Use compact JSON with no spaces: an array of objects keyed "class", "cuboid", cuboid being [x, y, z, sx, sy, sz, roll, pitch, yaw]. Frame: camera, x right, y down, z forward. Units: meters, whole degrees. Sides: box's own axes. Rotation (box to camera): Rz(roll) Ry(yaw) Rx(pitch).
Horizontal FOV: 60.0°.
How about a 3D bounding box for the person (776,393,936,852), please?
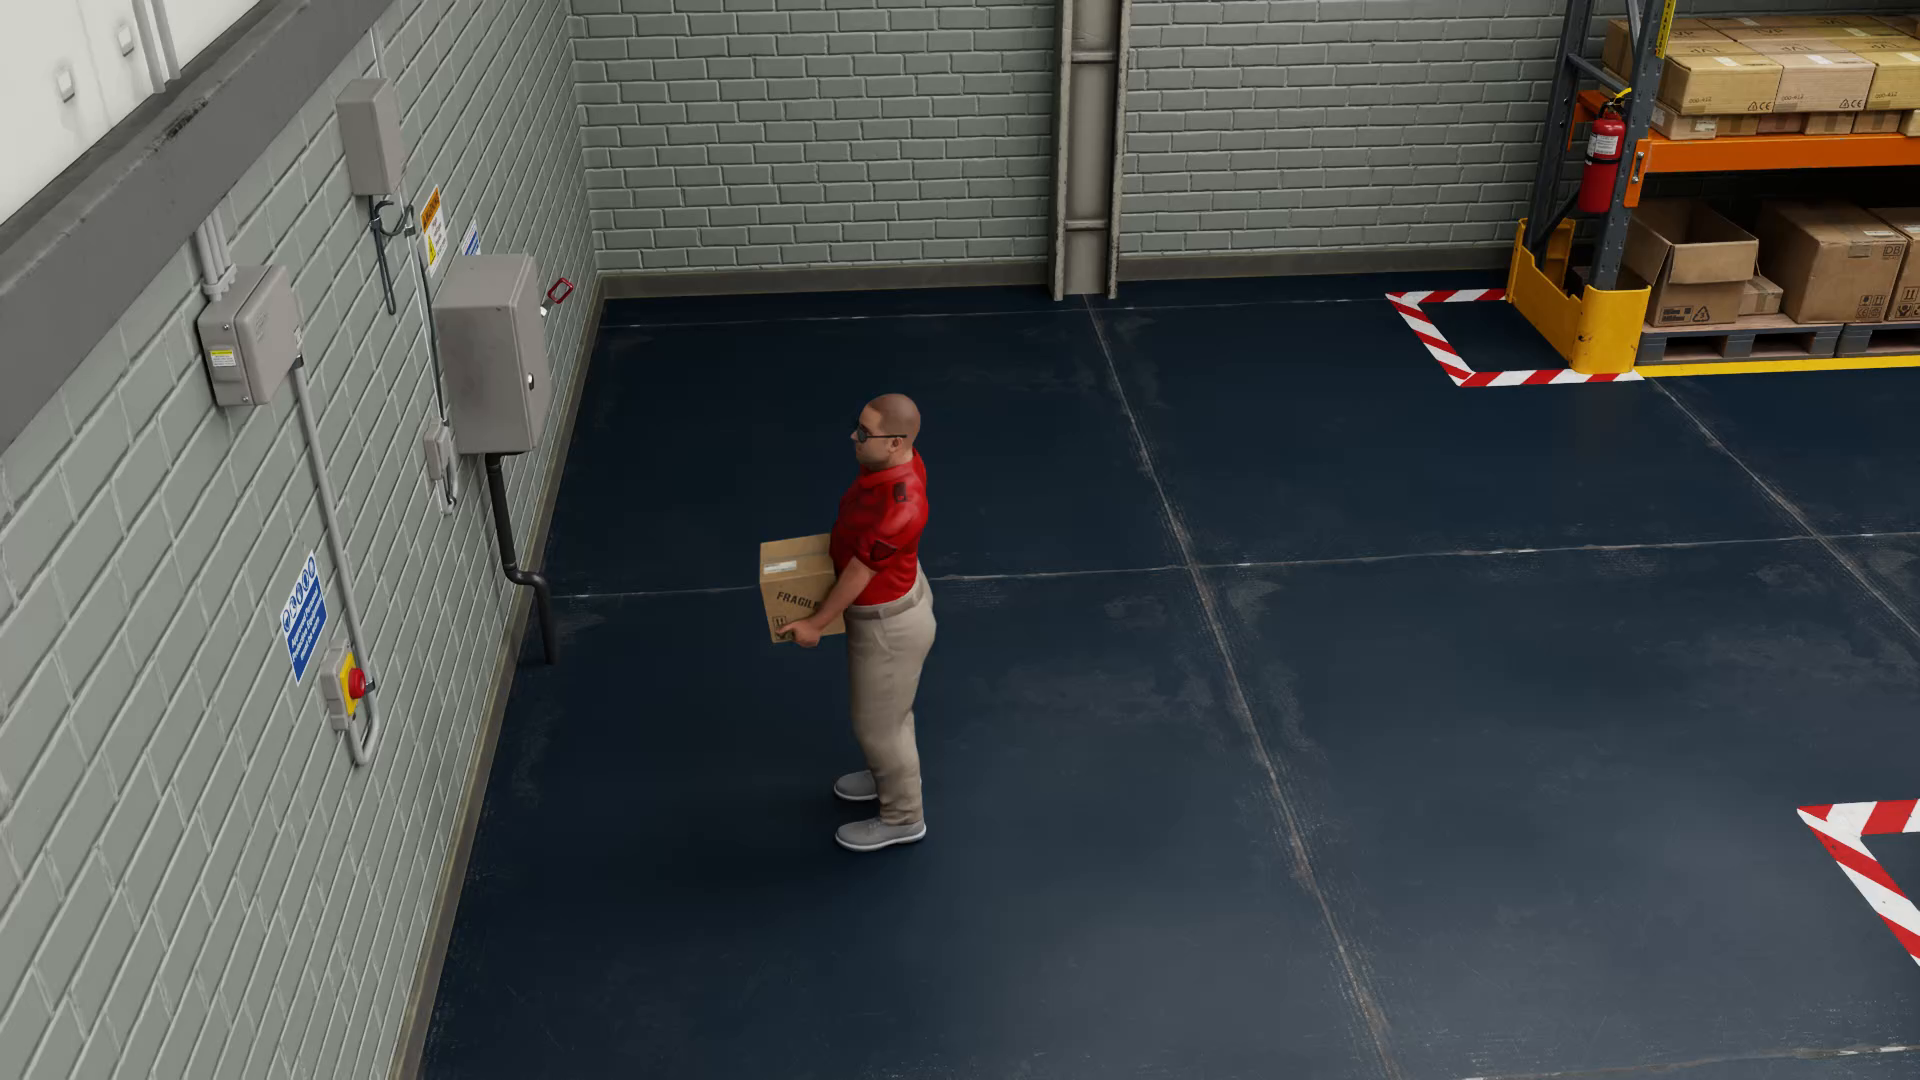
[{"class":"person","cuboid":[-0.354,0.287,5.680,0.540,1.722,0.490,-3,31,-4]}]
